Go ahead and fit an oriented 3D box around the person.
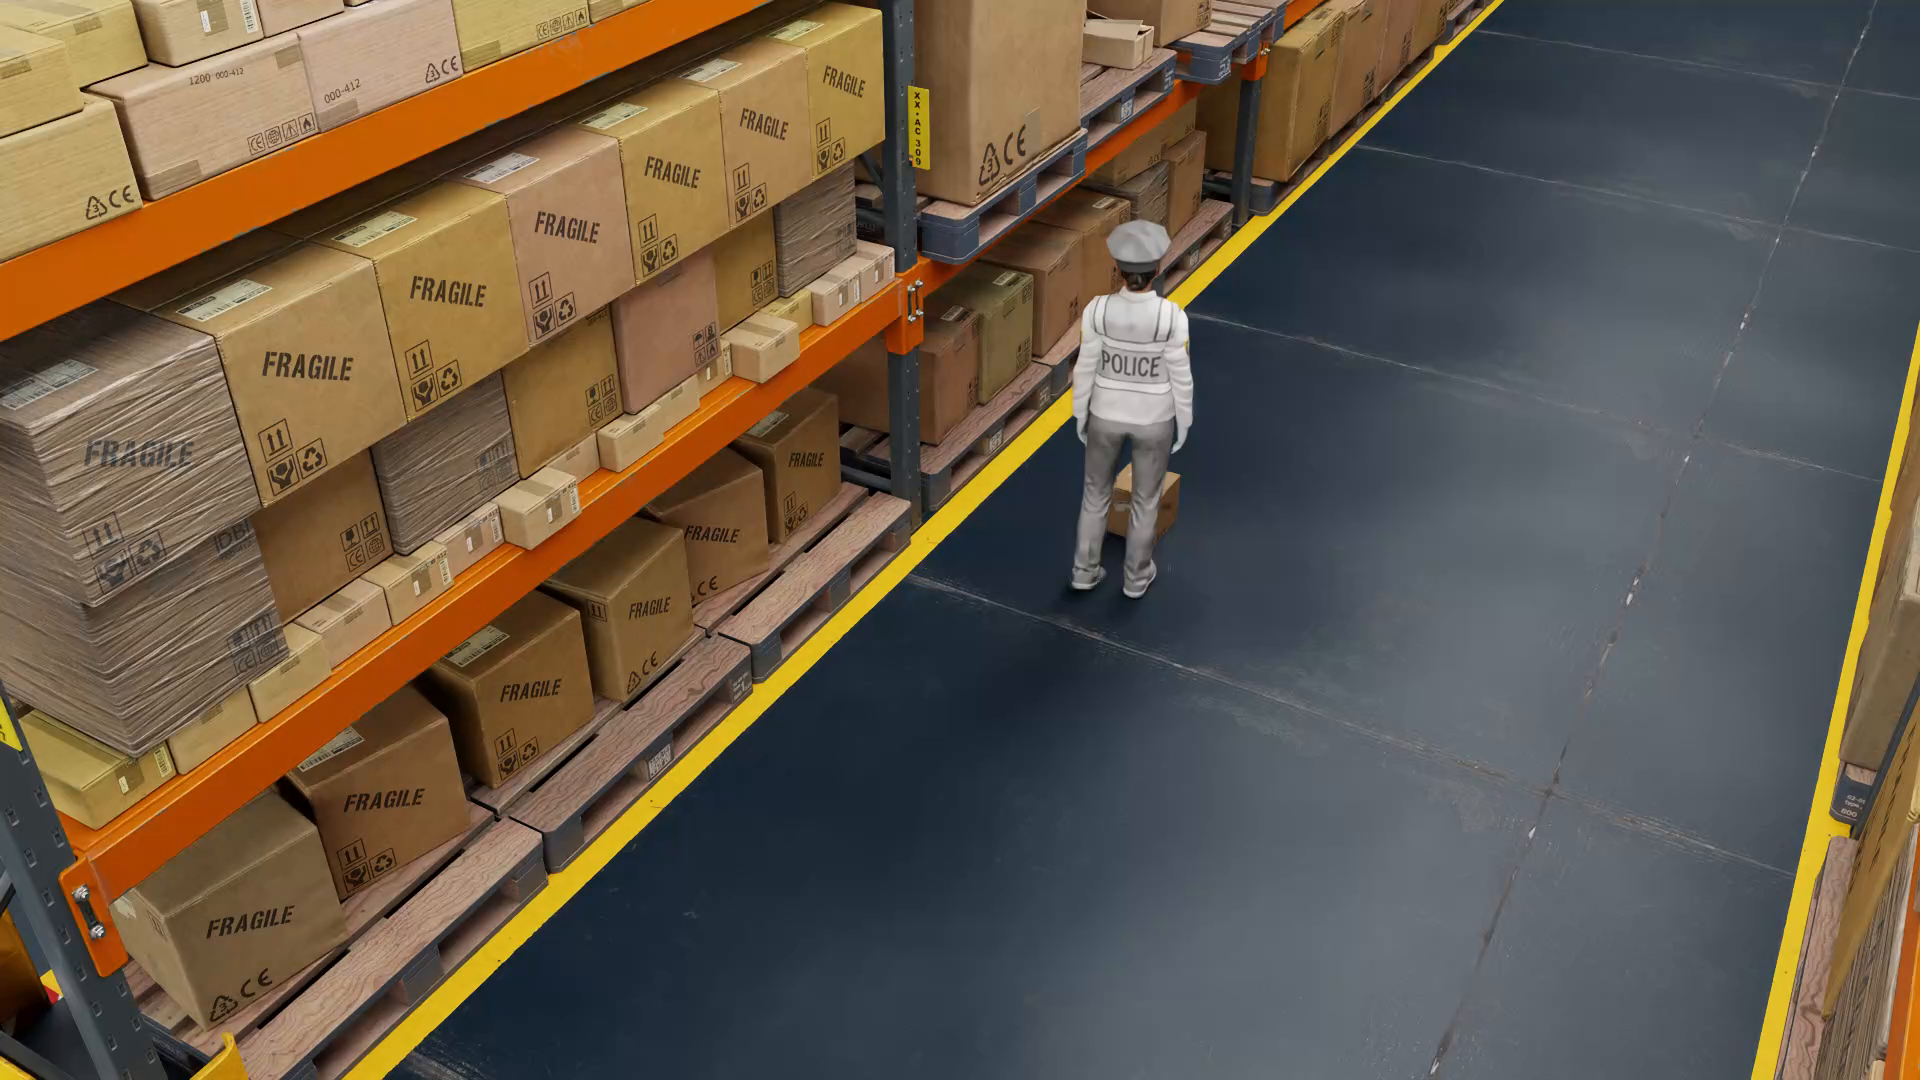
[{"bbox_3d":[0.712,-0.486,6.878,0.495,1.729,0.335,9,35,13],"label":"person"}]
